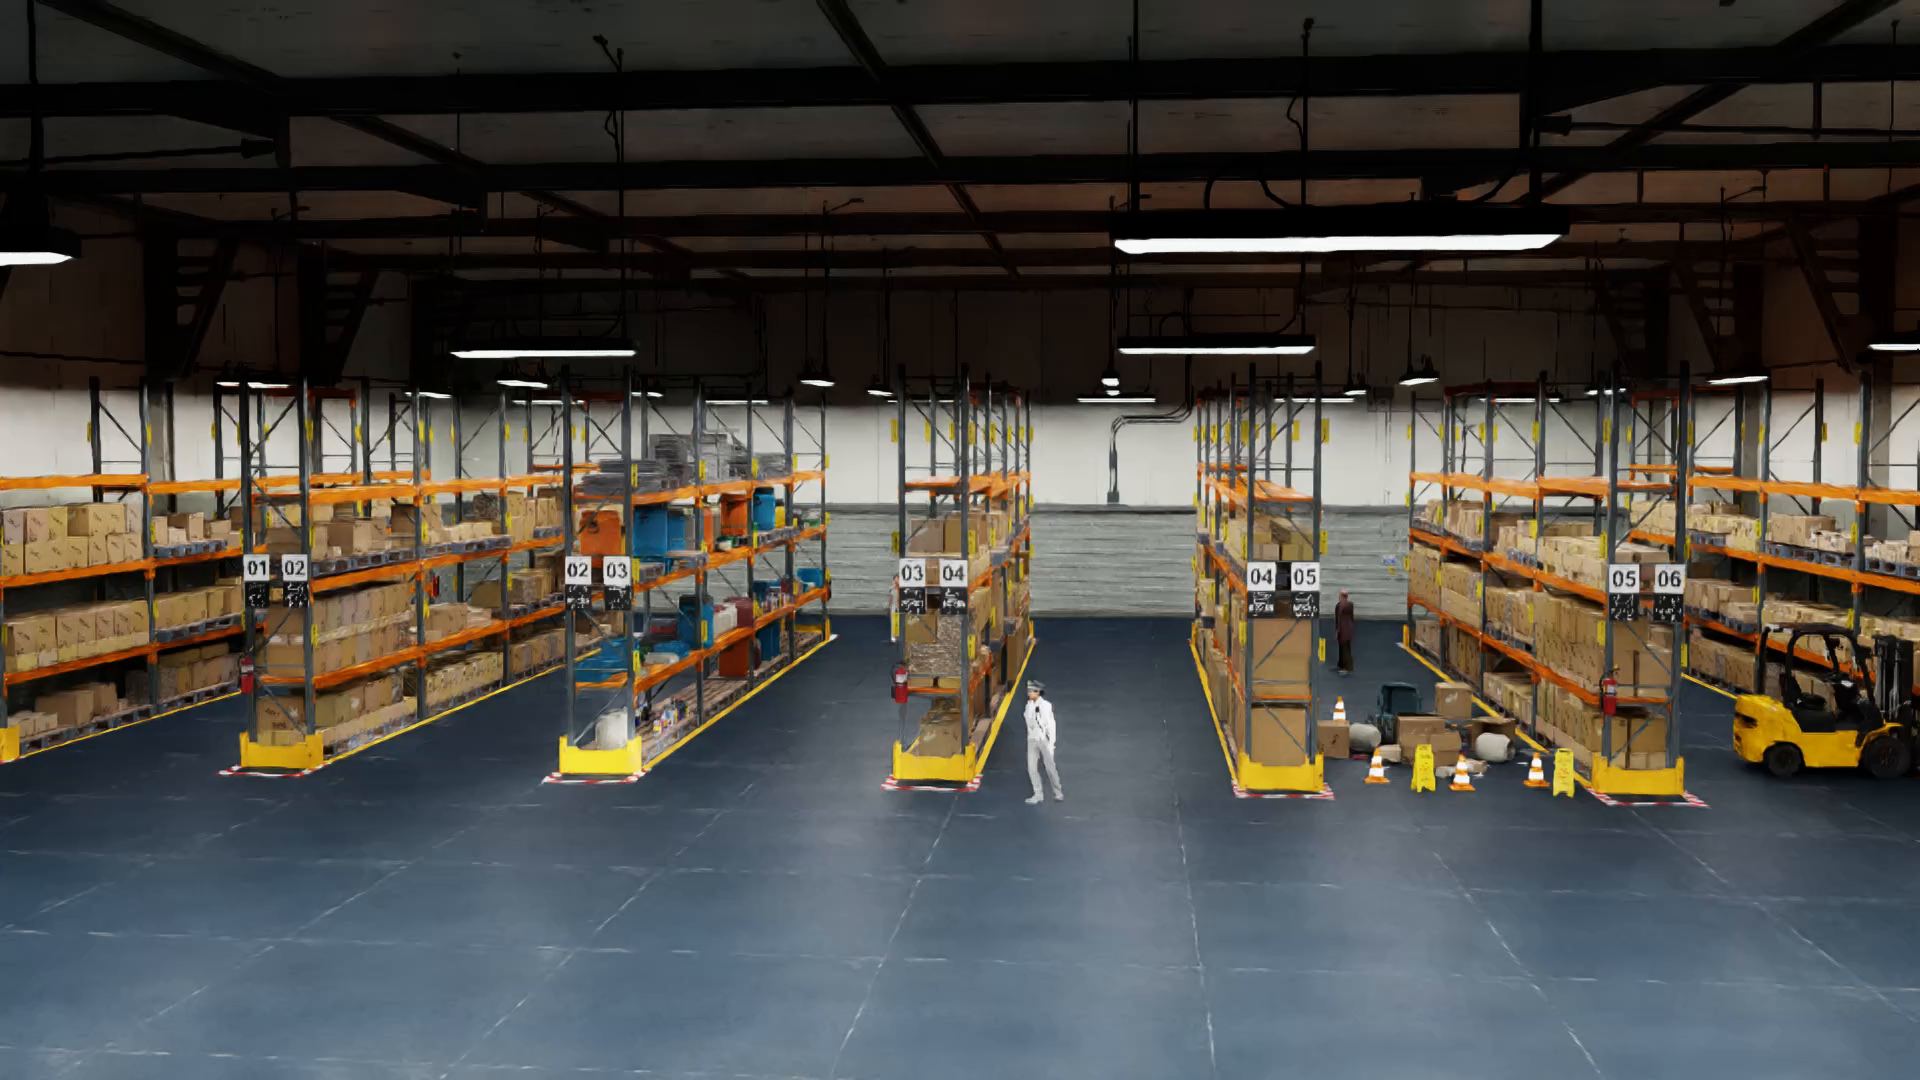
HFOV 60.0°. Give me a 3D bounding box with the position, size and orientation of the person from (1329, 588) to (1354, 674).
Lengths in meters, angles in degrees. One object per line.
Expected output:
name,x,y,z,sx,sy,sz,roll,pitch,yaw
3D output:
person,7.944,1.877,34.581,0.637,1.775,0.675,2,4,32

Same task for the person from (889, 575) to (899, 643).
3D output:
person,-1.482,1.632,39.901,0.455,1.612,1.019,0,4,5

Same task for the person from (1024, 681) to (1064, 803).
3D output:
person,1.135,2.727,22.619,0.513,1.665,0.545,3,5,43
